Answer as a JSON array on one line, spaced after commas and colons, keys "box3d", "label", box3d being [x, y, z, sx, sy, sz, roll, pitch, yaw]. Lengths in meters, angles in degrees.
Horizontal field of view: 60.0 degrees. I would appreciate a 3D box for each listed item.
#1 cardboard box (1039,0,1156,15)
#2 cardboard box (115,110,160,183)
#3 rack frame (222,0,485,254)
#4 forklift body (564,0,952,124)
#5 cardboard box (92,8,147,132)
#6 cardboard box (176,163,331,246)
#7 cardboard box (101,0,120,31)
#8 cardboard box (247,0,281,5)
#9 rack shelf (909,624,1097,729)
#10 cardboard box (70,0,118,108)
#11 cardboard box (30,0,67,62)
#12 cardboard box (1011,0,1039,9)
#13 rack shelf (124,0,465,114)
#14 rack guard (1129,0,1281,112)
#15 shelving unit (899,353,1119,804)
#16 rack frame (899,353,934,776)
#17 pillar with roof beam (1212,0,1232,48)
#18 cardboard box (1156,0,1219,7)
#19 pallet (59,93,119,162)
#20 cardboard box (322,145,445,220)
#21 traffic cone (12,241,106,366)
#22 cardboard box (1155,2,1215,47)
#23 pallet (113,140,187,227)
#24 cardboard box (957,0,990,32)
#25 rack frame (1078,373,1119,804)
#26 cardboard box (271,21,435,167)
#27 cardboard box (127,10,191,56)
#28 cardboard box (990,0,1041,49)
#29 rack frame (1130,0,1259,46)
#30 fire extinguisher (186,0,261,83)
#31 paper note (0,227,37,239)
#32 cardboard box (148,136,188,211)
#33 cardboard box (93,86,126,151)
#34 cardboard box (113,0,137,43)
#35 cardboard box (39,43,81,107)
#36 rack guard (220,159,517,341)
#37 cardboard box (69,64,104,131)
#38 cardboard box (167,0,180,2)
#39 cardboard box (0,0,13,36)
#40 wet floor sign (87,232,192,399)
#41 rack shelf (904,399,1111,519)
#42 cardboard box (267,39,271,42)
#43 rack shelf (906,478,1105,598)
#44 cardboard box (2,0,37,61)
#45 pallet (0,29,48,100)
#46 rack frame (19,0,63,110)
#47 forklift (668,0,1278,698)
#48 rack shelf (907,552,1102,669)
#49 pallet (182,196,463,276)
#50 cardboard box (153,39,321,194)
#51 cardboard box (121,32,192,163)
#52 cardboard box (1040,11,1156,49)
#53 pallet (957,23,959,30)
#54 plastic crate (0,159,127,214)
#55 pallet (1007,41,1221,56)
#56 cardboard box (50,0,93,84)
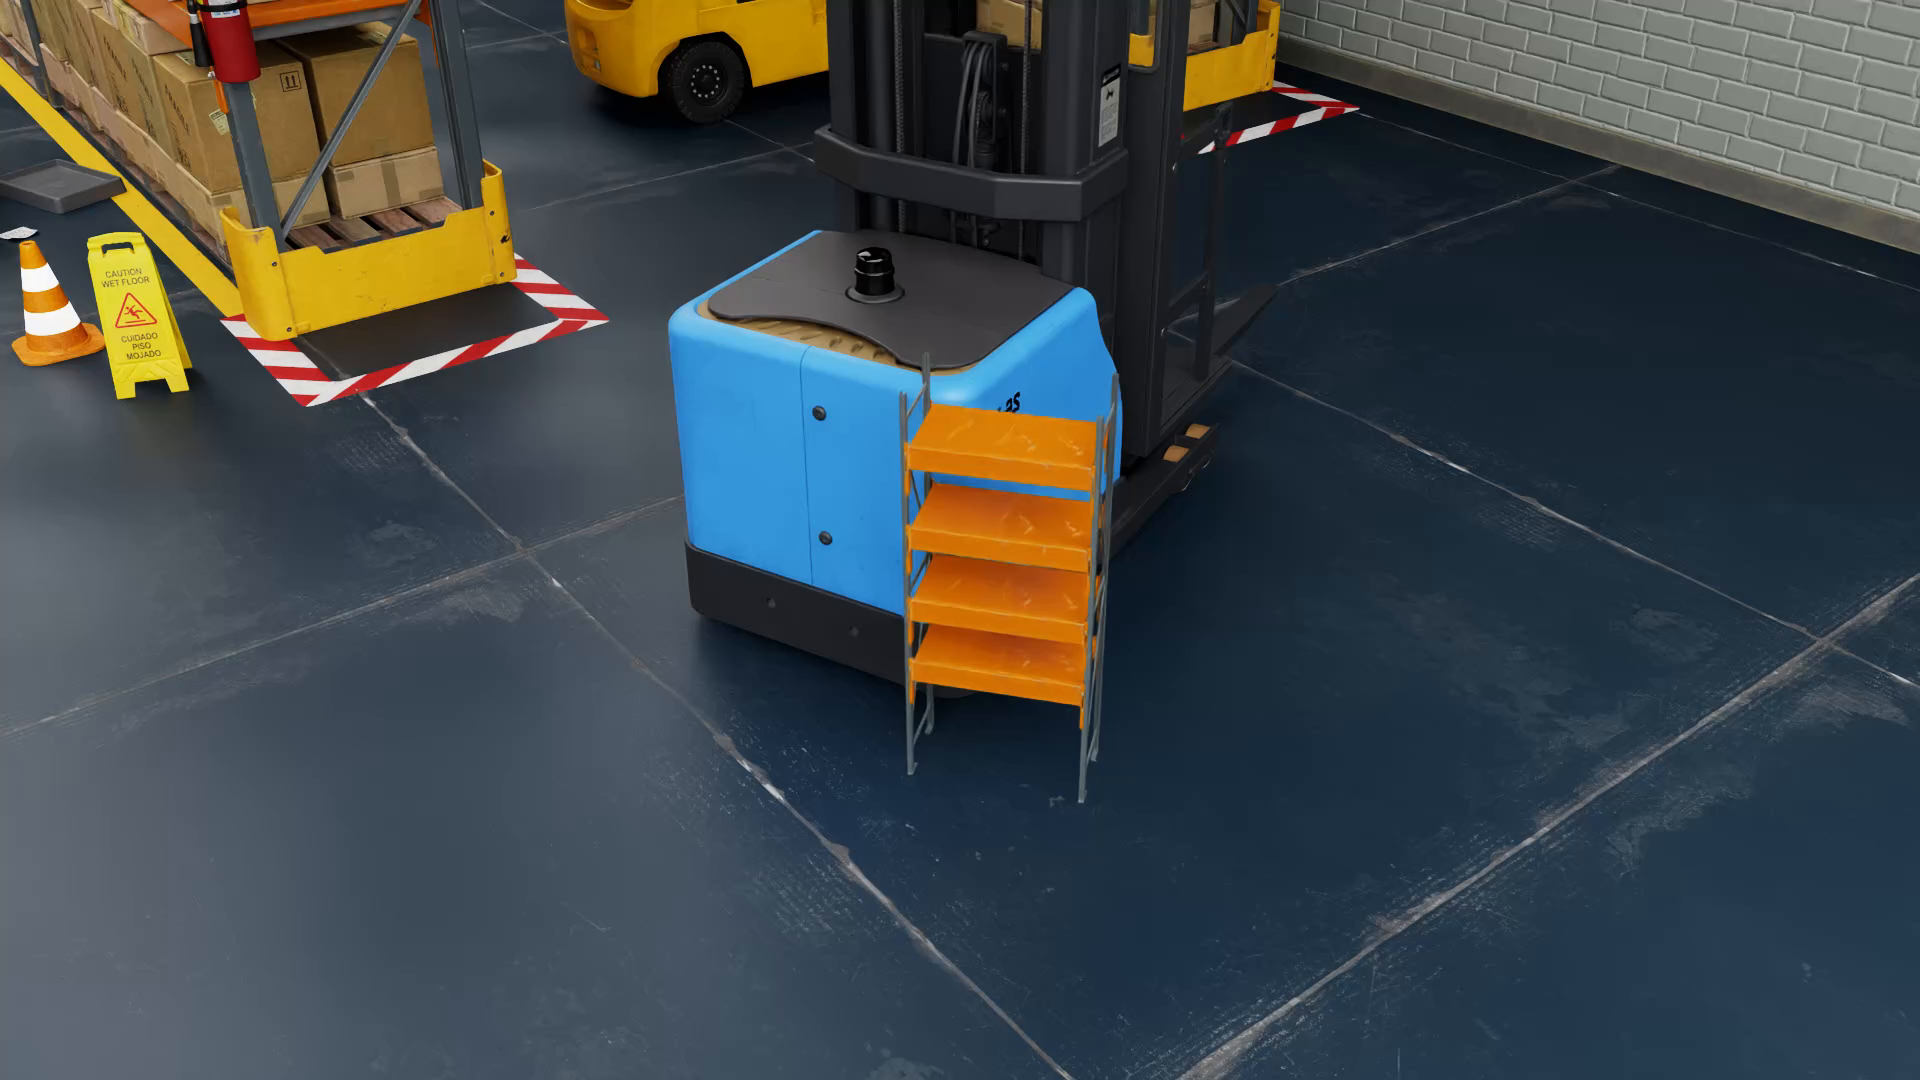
[{"box3d": [0.824, -3.272, 9.909, 0.500, 0.250, 0.500, -23, 38, -32], "label": "cardboard box"}, {"box3d": [-3.895, -2.035, 8.392, 0.500, 0.250, 0.500, -24, 39, -33], "label": "cardboard box"}, {"box3d": [-2.550, -2.340, 6.675, 1.000, 3.000, 0.127, -22, 38, -31], "label": "rack frame"}, {"box3d": [-1.235, -3.787, 9.809, 2.313, 2.155, 1.214, -22, 38, -31], "label": "forklift body"}, {"box3d": [-3.874, -2.347, 8.184, 0.500, 0.500, 0.500, -23, 39, -32], "label": "cardboard box"}, {"box3d": [-3.273, -1.610, 7.708, 0.500, 0.250, 0.500, -22, 38, -32], "label": "cardboard box"}, {"box3d": [-3.837, -2.541, 7.881, 0.380, 0.149, 0.250, -21, 37, -29], "label": "cardboard box"}, {"box3d": [-2.948, -2.320, 6.880, 0.380, 0.149, 0.250, -21, 37, -30], "label": "cardboard box"}, {"box3d": [0.124, 0.349, 4.553, 0.480, 0.148, 0.258, 7, 33, 12], "label": "rack shelf"}, {"box3d": [-4.200, -2.567, 8.537, 0.500, 0.500, 0.500, -20, 37, -29], "label": "cardboard box"}, {"box3d": [-4.854, -3.003, 9.239, 0.500, 0.500, 0.500, -20, 37, -29], "label": "cardboard box"}, {"box3d": [0.524, -3.484, 10.252, 0.500, 0.250, 0.500, -23, 38, -32], "label": "cardboard box"}, {"box3d": [-3.776, -2.868, 8.207, 1.077, 0.370, 4.000, -22, 38, -31], "label": "rack shelf"}, {"box3d": [1.384, -2.876, 9.906, 1.175, 0.500, 0.348, -22, 38, -31], "label": "rack guard"}, {"box3d": [0.124, 0.124, 4.412, 0.503, 1.200, 0.258, 7, 33, 12], "label": "shelving unit"}, {"box3d": [-0.113, 0.093, 4.462, 0.015, 1.200, 0.240, 7, 33, 12], "label": "rack frame"}, {"box3d": [-1.747, -5.685, 6.374, 9.100, 9.000, 0.400, -22, 38, -31], "label": "pillar with roof beam"}, {"box3d": [1.245, -3.433, 10.169, 0.500, 0.250, 0.500, -21, 38, -31], "label": "cardboard box"}, {"box3d": [-4.563, -2.554, 9.662, 1.003, 0.211, 1.213, -22, 38, -31], "label": "pallet"}, {"box3d": [-2.826, -1.776, 7.975, 0.500, 0.250, 0.500, -23, 38, -32], "label": "cardboard box"}, {"box3d": [-3.832, -1.024, 6.961, 0.336, 0.463, 0.334, -22, 38, -31], "label": "traffic cone"}, {"box3d": [1.222, -3.226, 10.309, 0.500, 0.250, 0.500, -22, 38, -31], "label": "cardboard box"}, {"box3d": [-3.810, -2.045, 8.843, 1.003, 0.211, 1.213, -22, 38, -31], "label": "pallet"}, {"box3d": [0.234, -3.473, 10.707, 0.500, 0.250, 0.500, -22, 38, -31], "label": "cardboard box"}, {"box3d": [0.361, 0.155, 4.362, 0.015, 1.200, 0.240, 7, 33, 12], "label": "rack frame"}, {"box3d": [-2.841, -2.104, 7.792, 0.500, 0.500, 0.500, -24, 39, -33], "label": "cardboard box"}, {"box3d": [-3.525, -2.325, 7.533, 0.380, 0.149, 0.250, -21, 38, -30], "label": "cardboard box"}, {"box3d": [0.534, -3.262, 10.367, 0.500, 0.250, 0.500, -22, 38, -31], "label": "cardboard box"}, {"box3d": [1.369, -3.948, 9.263, 1.000, 3.000, 0.127, -22, 38, -31], "label": "rack frame"}, {"box3d": [-2.844, -2.110, 6.378, 0.296, 0.674, 0.183, -22, 38, -31], "label": "fire extinguisher"}, {"box3d": [-4.618, -1.508, 8.149, 0.148, 0.019, 0.142, 18, 36, 27], "label": "paper note"}, {"box3d": [-3.569, -1.819, 8.043, 0.500, 0.250, 0.500, -22, 38, -31], "label": "cardboard box"}, {"box3d": [-4.190, -2.245, 8.730, 0.500, 0.250, 0.500, -23, 38, -32], "label": "cardboard box"}, {"box3d": [-3.677, -2.431, 7.704, 0.380, 0.149, 0.250, -22, 38, -31], "label": "cardboard box"}, {"box3d": [-4.854, -2.684, 9.437, 0.500, 0.250, 0.500, -24, 39, -33], "label": "cardboard box"}, {"box3d": [-2.596, -1.310, 7.385, 1.175, 0.500, 0.348, -22, 38, -31], "label": "rack guard"}, {"box3d": [-4.518, -2.465, 9.085, 0.500, 0.250, 0.500, -20, 37, -29], "label": "cardboard box"}, {"box3d": [-3.191, -2.390, 6.993, 0.380, 0.149, 0.250, -23, 38, -32], "label": "cardboard box"}, {"box3d": [-5.770, -3.586, 10.773, 0.950, 0.372, 0.625, -20, 37, -29], "label": "cardboard box"}, {"box3d": [-3.278, -0.915, 6.611, 0.267, 0.644, 0.232, -10, 33, -15], "label": "wet floor sign"}, {"box3d": [0.124, -0.209, 4.204, 0.480, 0.148, 0.258, 7, 33, 12], "label": "rack shelf"}, {"box3d": [-3.165, -2.321, 8.141, 0.500, 0.500, 0.500, -24, 39, -33], "label": "cardboard box"}, {"box3d": [0.124, -0.009, 4.329, 0.480, 0.148, 0.258, 7, 33, 12], "label": "rack shelf"}, {"box3d": [-5.326, -3.287, 10.292, 0.950, 0.372, 0.625, -22, 38, -31], "label": "cardboard box"}, {"box3d": [-5.481, -3.147, 10.616, 1.003, 0.211, 1.213, -22, 38, -31], "label": "pallet"}, {"box3d": [-5.003, -4.007, 9.359, 1.000, 3.000, 0.127, -22, 38, -31], "label": "rack frame"}, {"box3d": [0.310, -1.530, 5.436, 1.130, 2.935, 3.031, 17, 36, 25], "label": "forklift"}, {"box3d": [0.124, 0.181, 4.448, 0.480, 0.148, 0.258, 7, 33, 12], "label": "rack shelf"}, {"box3d": [-3.067, -1.537, 8.025, 1.003, 0.211, 1.213, -22, 38, -31], "label": "pallet"}, {"box3d": [-3.247, -1.918, 7.493, 0.500, 0.500, 0.500, -22, 38, -31], "label": "cardboard box"}, {"box3d": [-3.570, -2.135, 7.842, 0.500, 0.500, 0.500, -21, 37, -30], "label": "cardboard box"}, {"box3d": [0.831, -3.051, 10.028, 0.500, 0.250, 0.500, -22, 38, -31], "label": "cardboard box"}, {"box3d": [0.123, -3.576, 11.308, 1.003, 0.211, 1.213, -22, 38, -31], "label": "pallet"}, {"box3d": [-4.688, -1.847, 8.648, 0.583, 0.080, 0.402, 18, 36, 27], "label": "plastic crate"}, {"box3d": [0.867, -3.068, 10.490, 1.003, 0.211, 1.213, -22, 38, -31], "label": "pallet"}, {"box3d": [-4.516, -2.783, 8.886, 0.500, 0.500, 0.500, -21, 37, -30], "label": "cardboard box"}]
